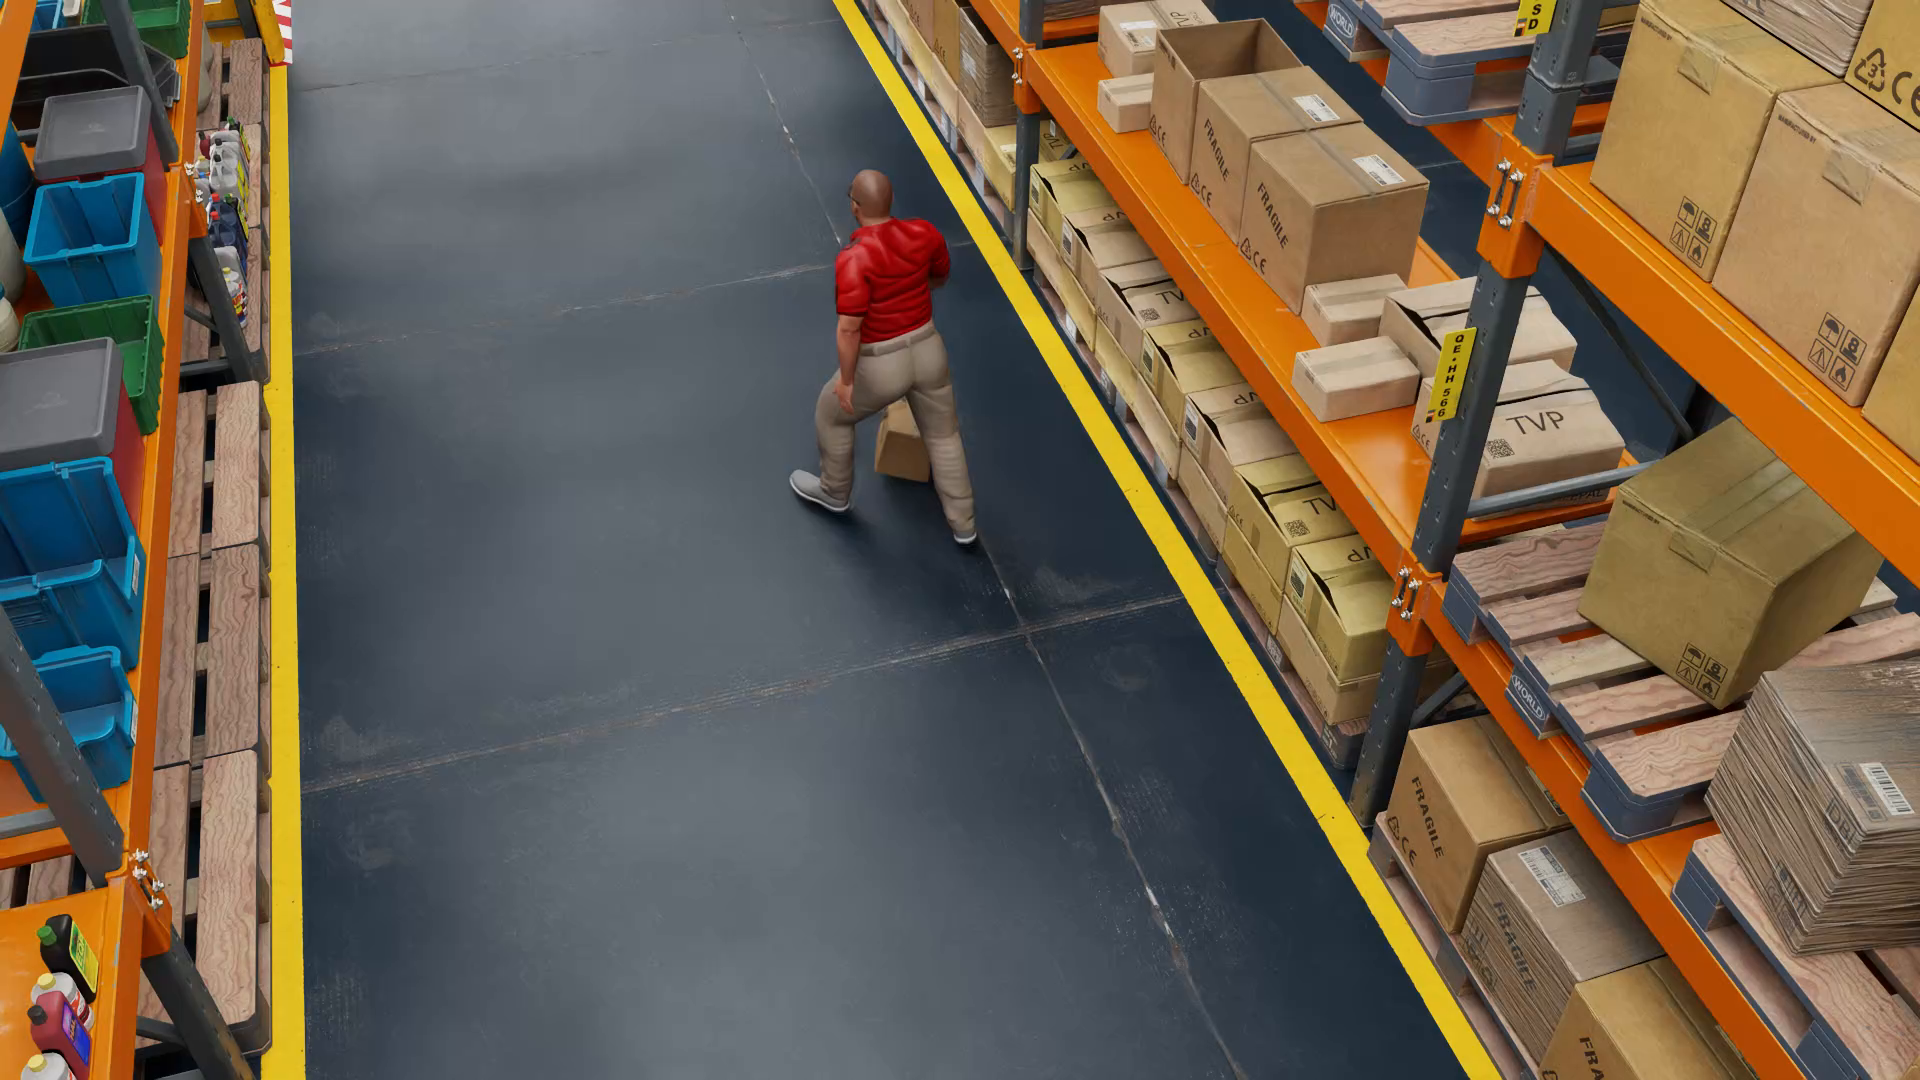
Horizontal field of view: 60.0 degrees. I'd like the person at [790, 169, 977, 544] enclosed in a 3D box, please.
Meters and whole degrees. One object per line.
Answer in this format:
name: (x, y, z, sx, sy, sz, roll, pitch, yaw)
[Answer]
person: (-0.300, -0.757, 7.038, 0.696, 1.671, 0.815, -23, 47, -23)
